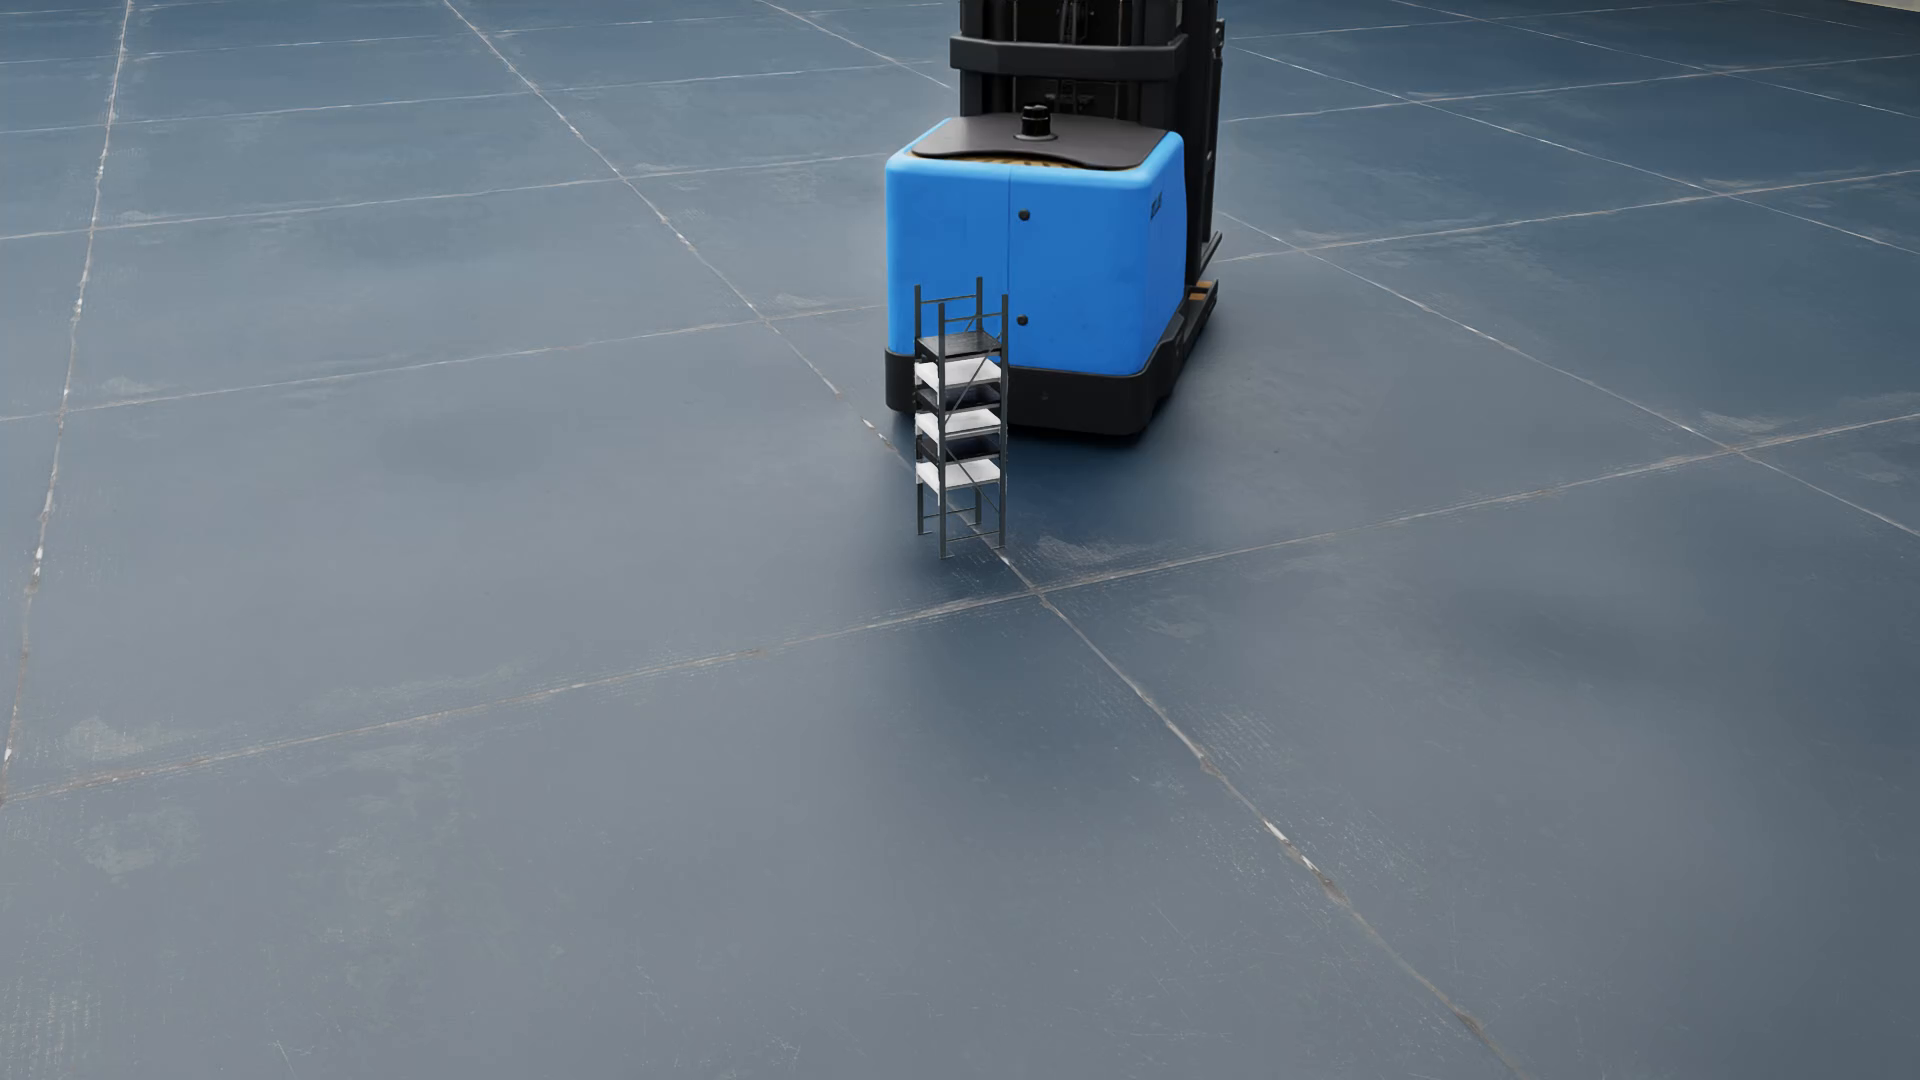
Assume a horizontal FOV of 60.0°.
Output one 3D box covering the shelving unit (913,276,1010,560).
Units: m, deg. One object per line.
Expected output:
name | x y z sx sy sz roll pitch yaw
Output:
shelving unit | 0.003 -0.401 5.546 0.258 0.900 0.210 -11 28 -21

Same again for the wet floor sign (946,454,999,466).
wet floor sign | -4.111 1.805 1.317 8.976 0.644 9.326 -1 26 -3

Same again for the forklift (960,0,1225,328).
forklift | 0.621 -2.337 7.269 1.118 2.867 2.937 7 27 15

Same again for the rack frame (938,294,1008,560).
rack frame | 0.043 -0.360 5.462 0.240 0.900 0.006 -11 28 -21

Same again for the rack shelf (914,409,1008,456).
rack shelf | 0.003 -0.371 5.560 0.258 0.077 0.200 -11 28 -21

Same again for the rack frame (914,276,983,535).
rack frame | -0.037 -0.442 5.630 0.240 0.900 0.006 -11 28 -21

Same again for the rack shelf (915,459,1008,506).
rack shelf | 0.003 -0.209 5.639 0.258 0.077 0.200 -11 28 -21

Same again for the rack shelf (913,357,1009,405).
rack shelf | 0.003 -0.533 5.481 0.258 0.077 0.200 -11 28 -21

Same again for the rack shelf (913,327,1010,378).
rack shelf | 0.003 -0.614 5.442 0.258 0.077 0.200 -11 28 -21

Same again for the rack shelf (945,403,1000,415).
rack shelf | 0.003 -0.465 5.514 0.199 0.015 0.184 -11 28 -21

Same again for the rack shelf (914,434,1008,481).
rack shelf | 0.003 -0.290 5.600 0.258 0.077 0.200 -11 28 -21
